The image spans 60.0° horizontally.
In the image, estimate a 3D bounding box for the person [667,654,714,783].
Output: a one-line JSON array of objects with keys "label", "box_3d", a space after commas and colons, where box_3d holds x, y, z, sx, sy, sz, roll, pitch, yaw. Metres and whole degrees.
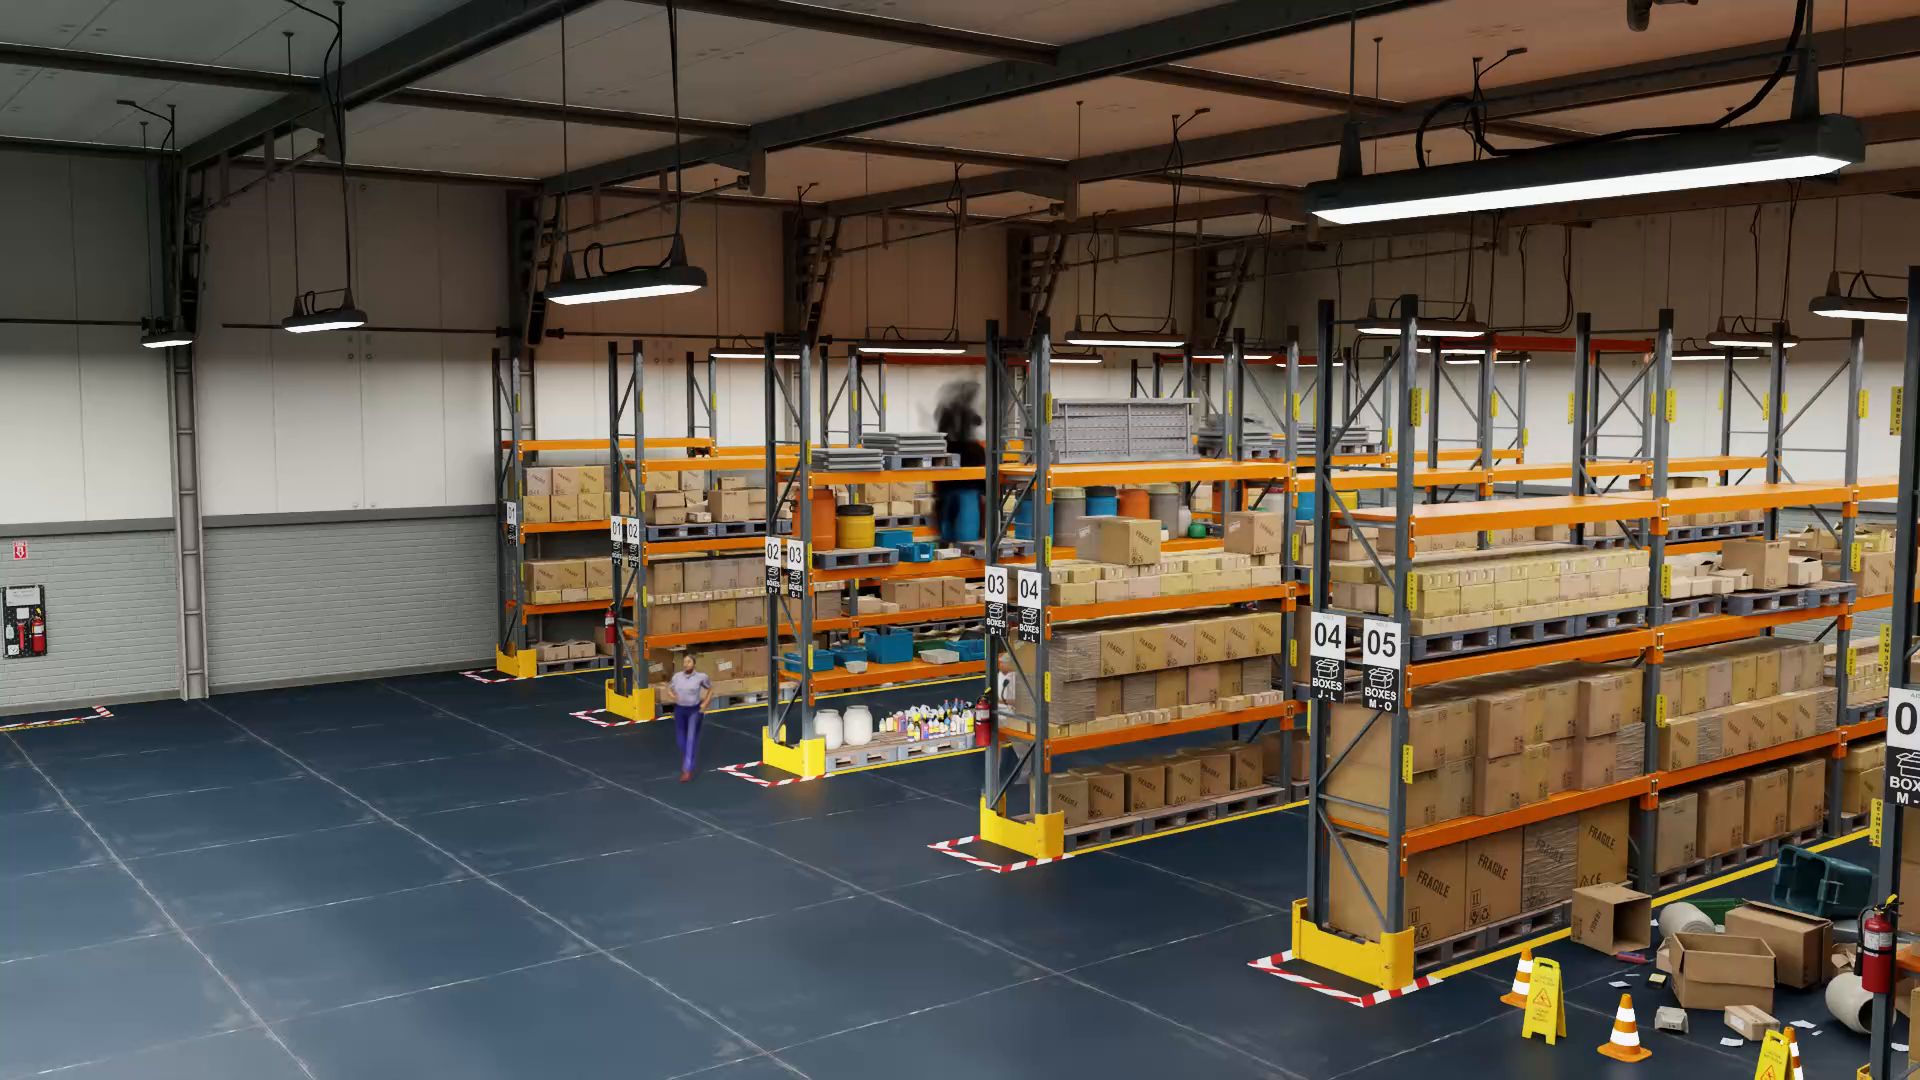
[{"label": "person", "box_3d": [-3.670, 2.368, 22.432, 0.618, 1.658, 0.838, 1, 5, 12]}]

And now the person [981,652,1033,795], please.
[{"label": "person", "box_3d": [0.584, 2.252, 20.508, 0.580, 1.760, 0.718, 5, 7, 45]}]
